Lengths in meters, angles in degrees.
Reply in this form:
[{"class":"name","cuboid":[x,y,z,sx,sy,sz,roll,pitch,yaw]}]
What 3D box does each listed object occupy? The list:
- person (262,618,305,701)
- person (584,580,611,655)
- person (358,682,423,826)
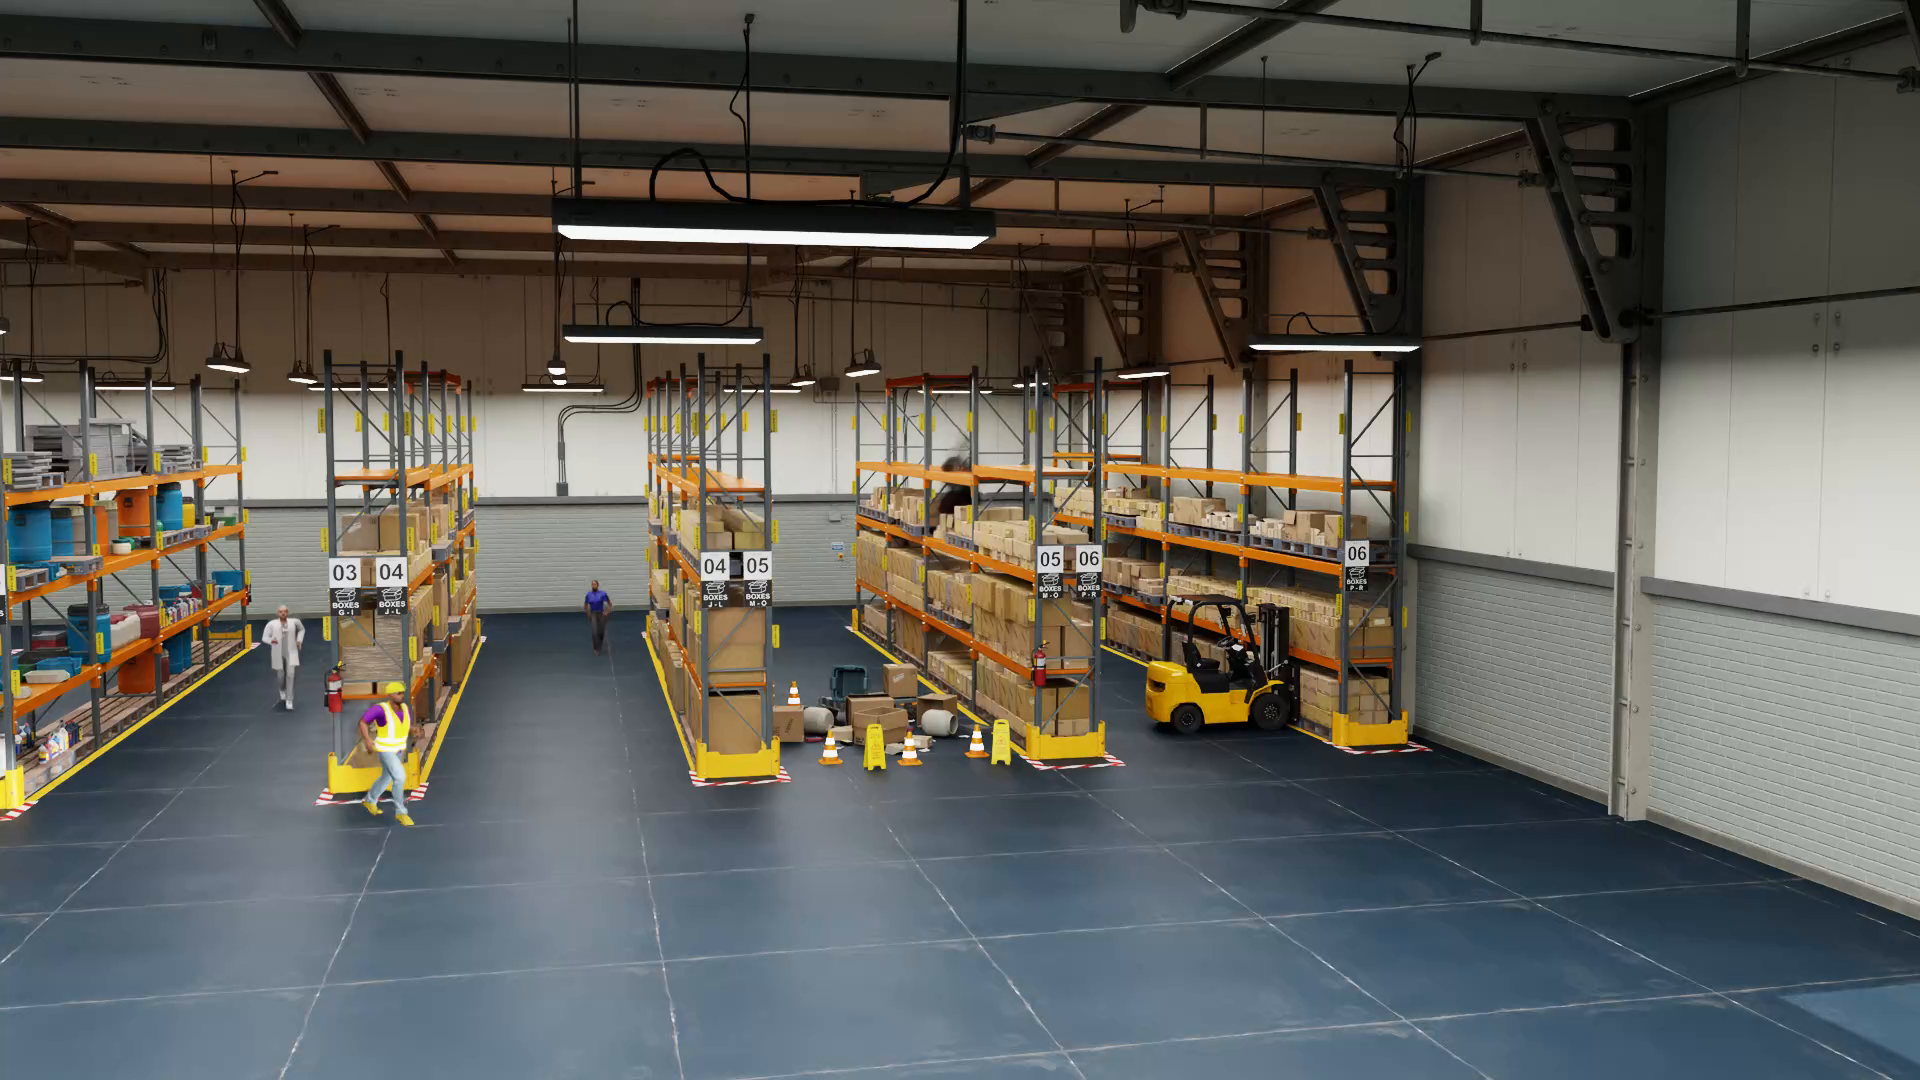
[{"class":"person","cuboid":[-11.998,2.103,29.531,0.707,1.457,0.863,-2,4,-23]},{"class":"person","cuboid":[-7.919,1.680,36.332,0.585,1.640,0.615,0,4,-6]},{"class":"person","cuboid":[-7.185,2.673,20.941,0.915,1.802,0.614,1,4,19]}]
